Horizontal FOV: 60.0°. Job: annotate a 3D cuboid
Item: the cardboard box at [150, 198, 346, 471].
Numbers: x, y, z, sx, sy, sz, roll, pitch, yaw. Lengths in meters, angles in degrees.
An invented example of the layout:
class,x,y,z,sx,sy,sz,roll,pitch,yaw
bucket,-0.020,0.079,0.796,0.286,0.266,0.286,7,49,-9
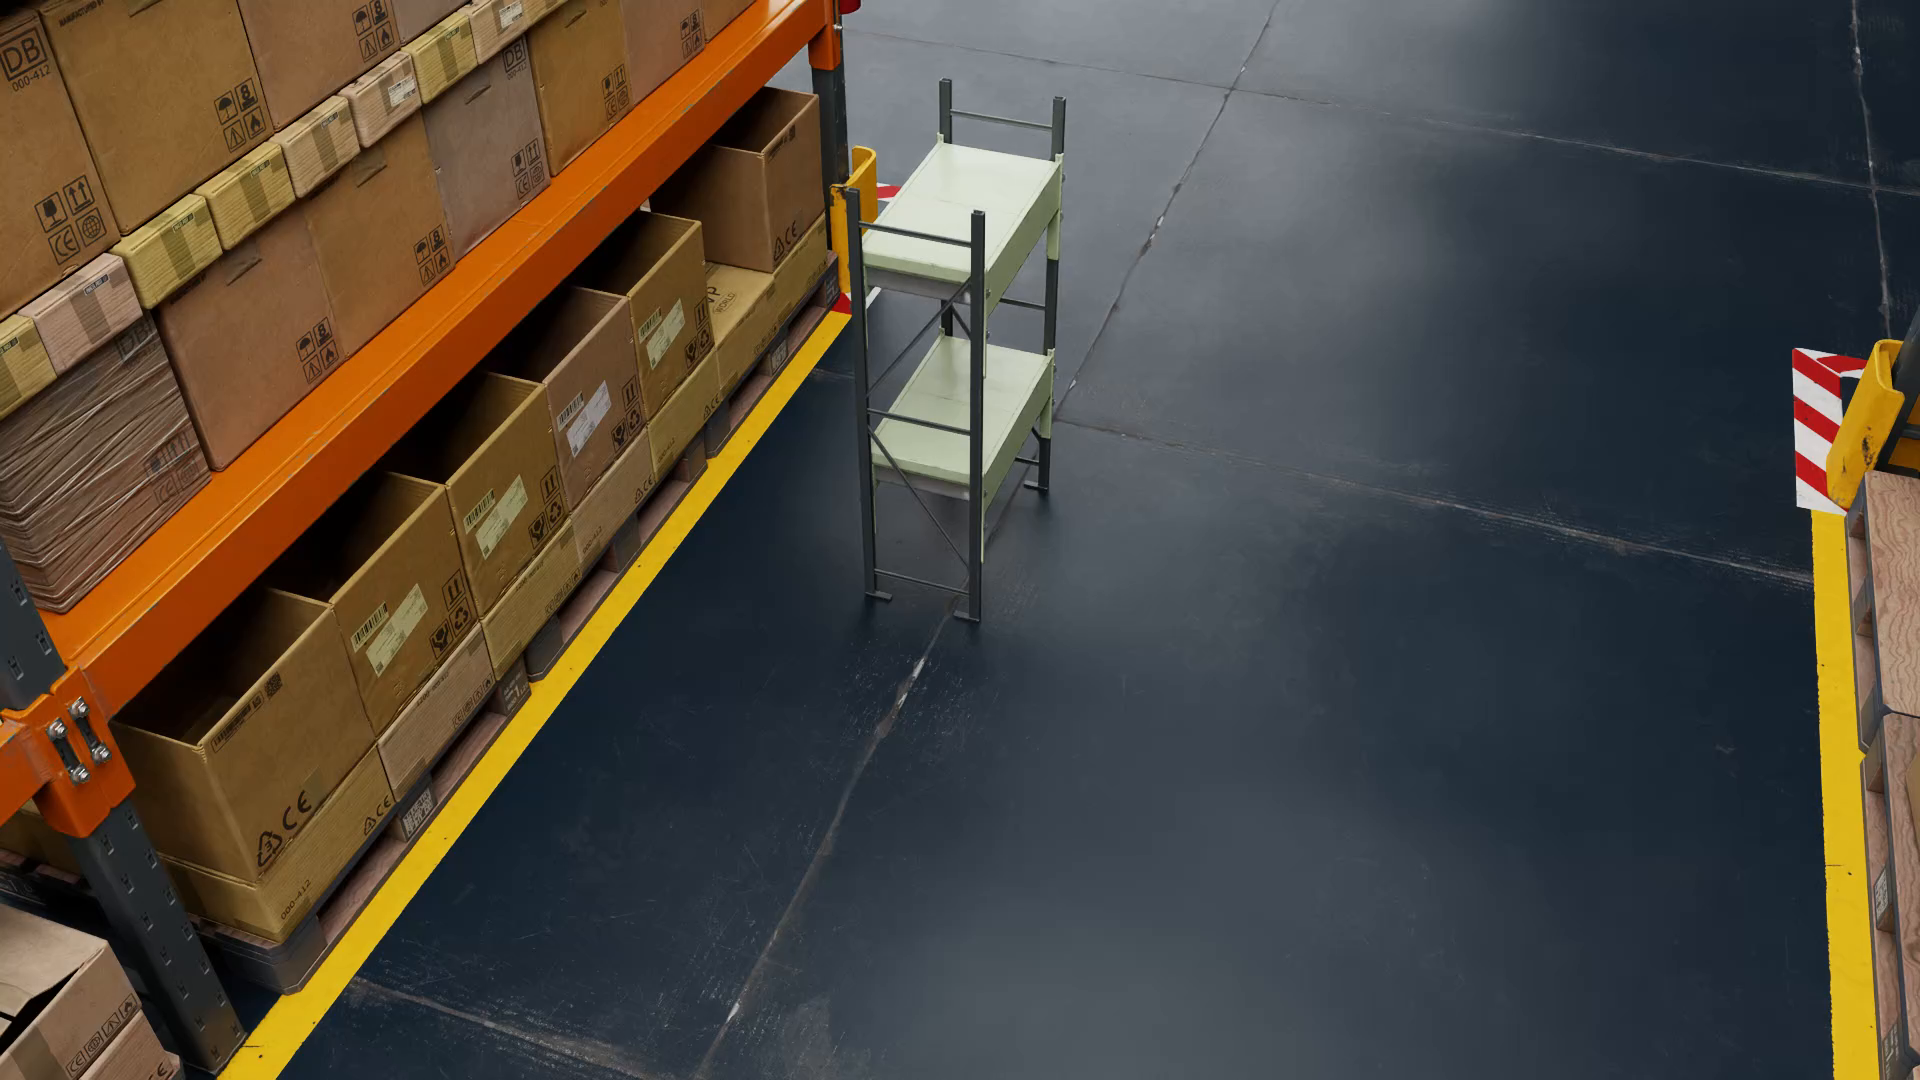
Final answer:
class,x,y,z,sx,sy,sz,roll,pitch,yaw
cardboard box,-1.992,-0.575,4.036,0.700,0.500,0.500,13,42,15

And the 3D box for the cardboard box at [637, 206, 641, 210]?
class,x,y,z,sx,sy,sz,roll,pitch,yaw
cardboard box,-1.505,-1.197,6.060,0.500,0.500,0.500,13,42,15

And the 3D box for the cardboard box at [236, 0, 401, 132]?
class,x,y,z,sx,sy,sz,roll,pitch,yaw
cardboard box,-1.822,-1.359,3.956,0.700,0.500,0.500,13,42,15

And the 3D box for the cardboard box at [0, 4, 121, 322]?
class,x,y,z,sx,sy,sz,roll,pitch,yaw
cardboard box,-2.166,-0.745,3.236,0.700,0.500,0.500,13,42,15

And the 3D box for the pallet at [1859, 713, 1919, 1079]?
class,x,y,z,sx,sy,sz,roll,pitch,yaw
pallet,2.957,1.052,4.354,1.003,0.211,1.213,13,42,15

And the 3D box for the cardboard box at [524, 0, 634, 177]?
class,x,y,z,sx,sy,sz,roll,pitch,yaw
cardboard box,-1.466,-1.515,5.137,0.700,0.500,0.500,14,42,15

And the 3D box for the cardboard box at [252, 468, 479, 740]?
class,x,y,z,sx,sy,sz,roll,pitch,yaw
cardboard box,-1.695,0.139,4.493,0.500,0.500,0.500,13,42,15

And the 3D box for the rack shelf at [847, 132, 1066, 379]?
class,x,y,z,sx,sy,sz,roll,pitch,yaw
rack shelf,0.002,-0.872,5.015,0.431,0.370,0.720,13,42,15

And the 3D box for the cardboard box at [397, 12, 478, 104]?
class,x,y,z,sx,sy,sz,roll,pitch,yaw
cardboard box,-1.511,-1.293,4.378,0.380,0.149,0.250,13,42,15

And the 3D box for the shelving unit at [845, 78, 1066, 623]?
class,x,y,z,sx,sy,sz,roll,pitch,yaw
shelving unit,0.002,-0.575,5.268,0.431,1.500,0.755,13,42,15

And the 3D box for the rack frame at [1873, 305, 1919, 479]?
class,x,y,z,sx,sy,sz,roll,pitch,yaw
rack frame,3.713,-1.284,4.944,1.000,3.000,0.127,13,42,15

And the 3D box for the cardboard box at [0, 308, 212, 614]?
class,x,y,z,sx,sy,sz,roll,pitch,yaw
cardboard box,-2.166,-0.252,3.657,0.700,0.500,0.500,12,42,14

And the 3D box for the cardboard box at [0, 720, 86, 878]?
class,x,y,z,sx,sy,sz,roll,pitch,yaw
cardboard box,-2.358,0.613,4.515,0.500,0.250,0.500,13,42,15

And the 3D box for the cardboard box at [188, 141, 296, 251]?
class,x,y,z,sx,sy,sz,roll,pitch,yaw
cardboard box,-1.777,-0.819,3.822,0.380,0.149,0.250,13,42,15

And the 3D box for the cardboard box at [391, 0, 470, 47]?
class,x,y,z,sx,sy,sz,roll,pitch,yaw
cardboard box,-1.651,-1.664,4.312,0.700,0.500,0.500,13,42,15

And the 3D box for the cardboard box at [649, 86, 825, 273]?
class,x,y,z,sx,sy,sz,roll,pitch,yaw
cardboard box,-0.848,-1.387,6.282,0.500,0.500,0.500,13,42,15

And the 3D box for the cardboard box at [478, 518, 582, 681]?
class,x,y,z,sx,sy,sz,roll,pitch,yaw
cardboard box,-1.517,0.121,5.092,0.500,0.250,0.500,13,42,15

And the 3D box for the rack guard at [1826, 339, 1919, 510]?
class,x,y,z,sx,sy,sz,roll,pitch,yaw
rack guard,3.687,-0.287,5.701,1.175,0.500,0.348,13,42,15

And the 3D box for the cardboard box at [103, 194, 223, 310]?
class,x,y,z,sx,sy,sz,roll,pitch,yaw
cardboard box,-1.865,-0.659,3.634,0.380,0.149,0.250,12,42,14

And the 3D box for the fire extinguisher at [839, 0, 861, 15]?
class,x,y,z,sx,sy,sz,roll,pitch,yaw
fire extinguisher,-0.467,-2.321,6.219,0.296,0.674,0.183,13,42,15

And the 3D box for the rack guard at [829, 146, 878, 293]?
class,x,y,z,sx,sy,sz,roll,pitch,yaw
rack guard,-0.936,-1.445,7.059,1.175,0.500,0.348,13,42,15

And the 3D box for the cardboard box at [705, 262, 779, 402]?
class,x,y,z,sx,sy,sz,roll,pitch,yaw
cardboard box,-1.009,-0.795,6.166,0.500,0.250,0.500,13,42,15

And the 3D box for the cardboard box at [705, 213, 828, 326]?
class,x,y,z,sx,sy,sz,roll,pitch,yaw
cardboard box,-0.850,-1.103,6.526,0.500,0.250,0.500,13,42,15

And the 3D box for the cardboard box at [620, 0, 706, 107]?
class,x,y,z,sx,sy,sz,roll,pitch,yaw
cardboard box,-1.291,-1.816,5.491,0.700,0.500,0.500,14,43,16

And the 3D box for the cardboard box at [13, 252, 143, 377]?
class,x,y,z,sx,sy,sz,roll,pitch,yaw
cardboard box,-1.952,-0.501,3.449,0.380,0.149,0.250,14,42,16

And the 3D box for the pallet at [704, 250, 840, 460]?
class,x,y,z,sx,sy,sz,roll,pitch,yaw
pallet,-1.166,-0.845,6.578,1.003,0.211,1.213,13,42,15

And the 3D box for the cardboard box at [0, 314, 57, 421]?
class,x,y,z,sx,sy,sz,roll,pitch,yaw
cardboard box,-2.038,-0.348,3.270,0.380,0.149,0.250,13,42,15

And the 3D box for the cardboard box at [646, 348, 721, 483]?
class,x,y,z,sx,sy,sz,roll,pitch,yaw
cardboard box,-1.179,-0.490,5.808,0.500,0.250,0.500,13,42,15

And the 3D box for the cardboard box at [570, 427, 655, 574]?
class,x,y,z,sx,sy,sz,roll,pitch,yaw
cardboard box,-1.351,-0.185,5.451,0.500,0.250,0.500,13,42,15

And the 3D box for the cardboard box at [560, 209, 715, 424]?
class,x,y,z,sx,sy,sz,roll,pitch,yaw
cardboard box,-1.176,-0.774,5.564,0.500,0.500,0.500,13,42,15

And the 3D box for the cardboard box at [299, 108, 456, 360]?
class,x,y,z,sx,sy,sz,roll,pitch,yaw
cardboard box,-1.816,-0.880,4.394,0.700,0.500,0.500,14,42,16

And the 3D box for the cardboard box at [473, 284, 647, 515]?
class,x,y,z,sx,sy,sz,roll,pitch,yaw
cardboard box,-1.348,-0.470,5.206,0.500,0.500,0.500,13,42,15

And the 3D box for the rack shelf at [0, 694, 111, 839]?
class,x,y,z,sx,sy,sz,roll,pitch,yaw
rack shelf,-2.996,1.552,2.174,1.077,0.370,4.000,13,42,15

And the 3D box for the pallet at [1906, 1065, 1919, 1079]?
class,x,y,z,sx,sy,sz,roll,pitch,yaw
pallet,2.541,1.799,3.479,1.003,0.211,1.213,13,42,15

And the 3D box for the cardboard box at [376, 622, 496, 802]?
class,x,y,z,sx,sy,sz,roll,pitch,yaw
cardboard box,-1.692,0.425,4.736,0.500,0.250,0.500,13,42,15

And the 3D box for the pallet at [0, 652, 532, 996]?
class,x,y,z,sx,sy,sz,roll,pitch,yaw
pallet,-2.000,0.643,4.833,1.003,0.211,1.213,13,42,15

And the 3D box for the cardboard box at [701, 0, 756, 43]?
class,x,y,z,sx,sy,sz,roll,pitch,yaw
cardboard box,-1.115,-2.138,5.867,0.700,0.500,0.500,13,42,15

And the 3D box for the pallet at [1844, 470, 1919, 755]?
class,x,y,z,sx,sy,sz,roll,pitch,yaw
pallet,3.376,0.310,5.223,1.003,0.211,1.213,13,42,15

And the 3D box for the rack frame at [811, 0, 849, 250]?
class,x,y,z,sx,sy,sz,roll,pitch,yaw
rack frame,-0.944,-2.382,6.230,1.000,3.000,0.127,13,42,15

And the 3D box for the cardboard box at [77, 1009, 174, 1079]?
class,x,y,z,sx,sy,sz,roll,pitch,yaw
cardboard box,-2.181,1.262,3.755,0.500,0.250,0.500,13,42,15

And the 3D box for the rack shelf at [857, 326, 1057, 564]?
class,x,y,z,sx,sy,sz,roll,pitch,yaw
rack shelf,0.002,-0.327,5.480,0.431,0.370,0.720,13,42,15

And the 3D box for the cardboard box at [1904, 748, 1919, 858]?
class,x,y,z,sx,sy,sz,roll,pitch,yaw
cardboard box,2.899,0.685,4.223,0.700,0.500,0.500,11,42,12

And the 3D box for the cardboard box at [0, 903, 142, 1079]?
class,x,y,z,sx,sy,sz,roll,pitch,yaw
cardboard box,-2.181,1.042,3.581,0.500,0.311,0.500,13,42,15

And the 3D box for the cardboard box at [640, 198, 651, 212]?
class,x,y,z,sx,sy,sz,roll,pitch,yaw
cardboard box,-1.336,-1.218,6.661,0.500,0.250,0.500,13,42,15

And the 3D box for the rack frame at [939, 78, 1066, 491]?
class,x,y,z,sx,sy,sz,roll,pitch,yaw
rack frame,0.127,-0.798,5.530,0.400,1.500,0.023,13,42,15

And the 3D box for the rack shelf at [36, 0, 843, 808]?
class,x,y,z,sx,sy,sz,roll,pitch,yaw
rack shelf,-1.628,-0.888,5.034,1.077,0.370,4.000,13,42,15

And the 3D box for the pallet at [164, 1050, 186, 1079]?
class,x,y,z,sx,sy,sz,roll,pitch,yaw
pallet,-2.527,1.577,3.739,1.003,0.211,1.213,13,42,15

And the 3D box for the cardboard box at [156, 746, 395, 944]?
class,x,y,z,sx,sy,sz,roll,pitch,yaw
cardboard box,-1.868,0.729,4.380,0.500,0.250,0.500,13,42,15

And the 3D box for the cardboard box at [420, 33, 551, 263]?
class,x,y,z,sx,sy,sz,roll,pitch,yaw
cardboard box,-1.642,-1.193,4.760,0.700,0.500,0.500,15,43,16

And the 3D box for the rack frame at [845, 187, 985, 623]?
class,x,y,z,sx,sy,sz,roll,pitch,yaw
rack frame,-0.123,-0.351,5.006,0.400,1.500,0.023,13,42,15

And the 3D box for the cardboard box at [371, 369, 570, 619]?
class,x,y,z,sx,sy,sz,roll,pitch,yaw
cardboard box,-1.517,-0.164,4.849,0.500,0.500,0.500,13,42,15

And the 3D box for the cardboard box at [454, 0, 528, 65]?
class,x,y,z,sx,sy,sz,roll,pitch,yaw
cardboard box,-1.424,-1.444,4.555,0.380,0.149,0.250,13,42,14

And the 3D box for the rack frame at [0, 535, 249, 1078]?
class,x,y,z,sx,sy,sz,roll,pitch,yaw
rack frame,-2.312,0.058,3.371,1.000,3.000,0.127,13,42,15

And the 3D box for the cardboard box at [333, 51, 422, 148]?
class,x,y,z,sx,sy,sz,roll,pitch,yaw
cardboard box,-1.601,-1.134,4.192,0.380,0.149,0.250,12,42,14

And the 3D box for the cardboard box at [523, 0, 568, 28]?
class,x,y,z,sx,sy,sz,roll,pitch,yaw
cardboard box,-1.337,-1.601,4.739,0.380,0.149,0.250,14,43,16

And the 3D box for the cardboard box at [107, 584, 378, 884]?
class,x,y,z,sx,sy,sz,roll,pitch,yaw
cardboard box,-1.859,0.446,4.134,0.500,0.500,0.500,13,42,15

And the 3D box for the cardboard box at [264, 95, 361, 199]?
class,x,y,z,sx,sy,sz,roll,pitch,yaw
cardboard box,-1.689,-0.971,4.000,0.380,0.149,0.250,12,42,14

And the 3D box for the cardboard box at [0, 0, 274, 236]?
class,x,y,z,sx,sy,sz,roll,pitch,yaw
cardboard box,-1.994,-1.054,3.598,0.700,0.500,0.500,13,42,15

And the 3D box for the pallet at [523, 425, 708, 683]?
class,x,y,z,sx,sy,sz,roll,pitch,yaw
pallet,-1.585,-0.103,5.709,1.003,0.211,1.213,13,42,15
